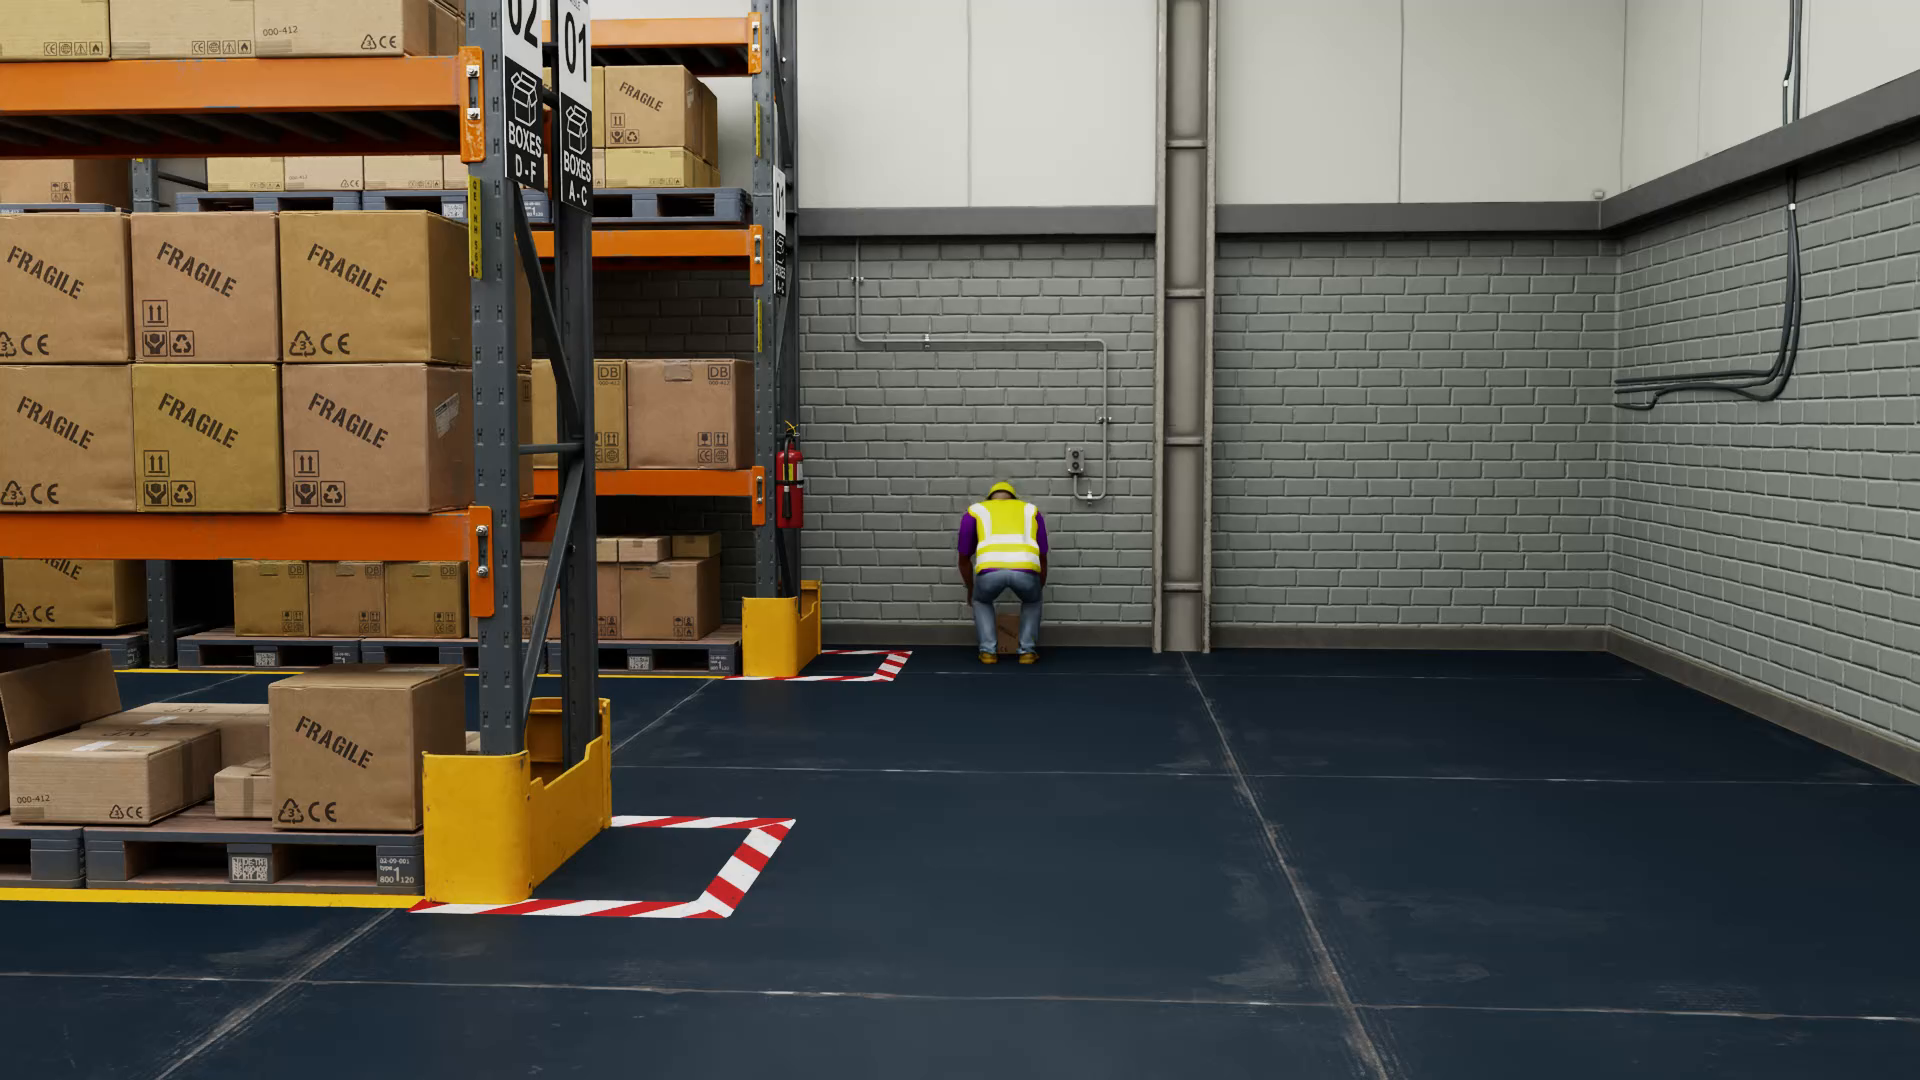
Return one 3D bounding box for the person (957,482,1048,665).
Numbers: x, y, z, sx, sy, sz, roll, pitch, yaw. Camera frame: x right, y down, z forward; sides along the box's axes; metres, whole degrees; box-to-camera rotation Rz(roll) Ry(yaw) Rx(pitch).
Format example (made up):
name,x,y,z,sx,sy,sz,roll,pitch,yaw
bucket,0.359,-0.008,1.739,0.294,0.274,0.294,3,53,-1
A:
name,x,y,z,sx,sy,sz,roll,pitch,yaw
person,0.283,0.215,11.221,0.619,1.196,0.847,0,4,4
